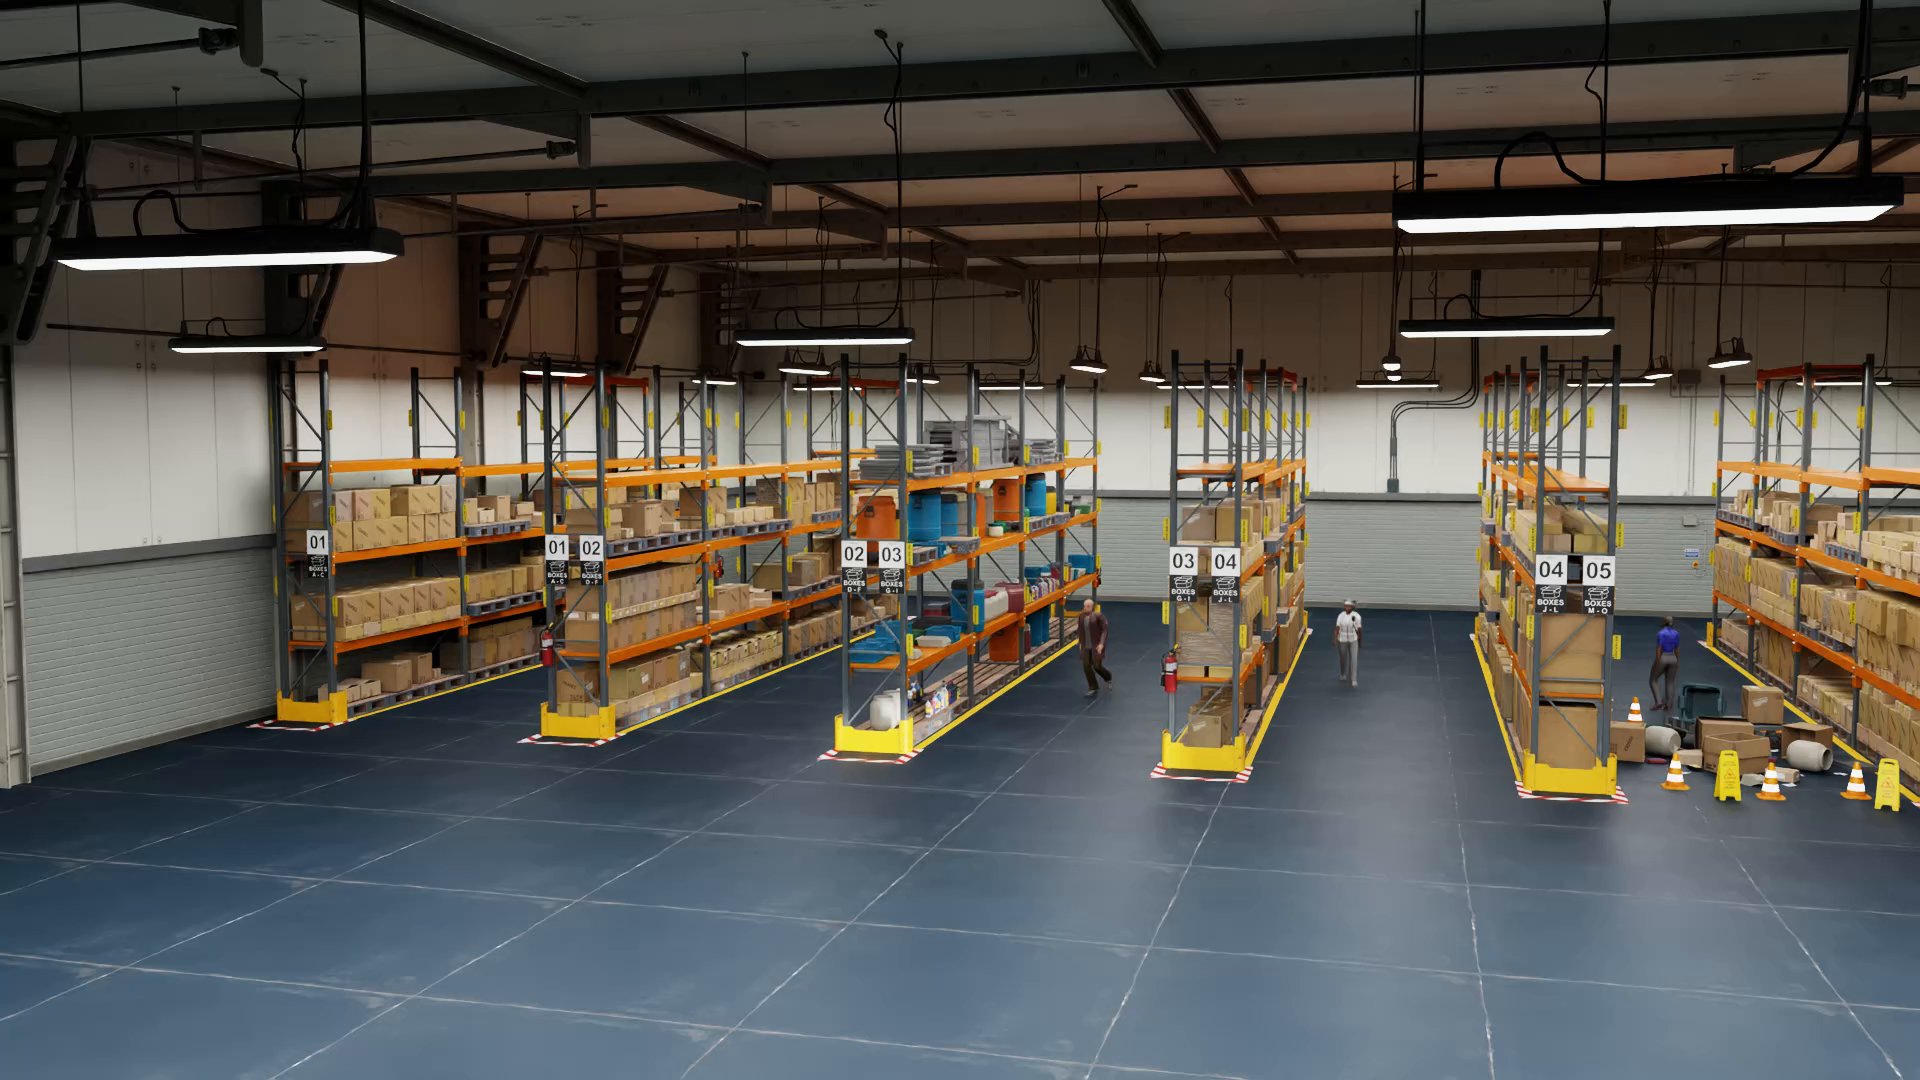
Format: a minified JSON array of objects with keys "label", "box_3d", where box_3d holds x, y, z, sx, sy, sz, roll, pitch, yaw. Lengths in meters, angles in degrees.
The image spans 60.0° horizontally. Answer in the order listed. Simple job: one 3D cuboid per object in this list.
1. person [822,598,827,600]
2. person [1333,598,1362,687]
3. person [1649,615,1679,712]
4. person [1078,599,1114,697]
[{"label":"person","box_3d":[-3.873,0.780,46.354,0.547,1.766,0.886,-3,5,-37]},{"label":"person","box_3d":[7.310,1.901,31.390,0.548,1.627,1.014,1,4,11]},{"label":"person","box_3d":[12.132,2.135,28.594,0.477,1.664,0.419,0,4,-5]},{"label":"person","box_3d":[2.458,1.946,30.356,0.643,1.765,0.682,3,5,33]}]
